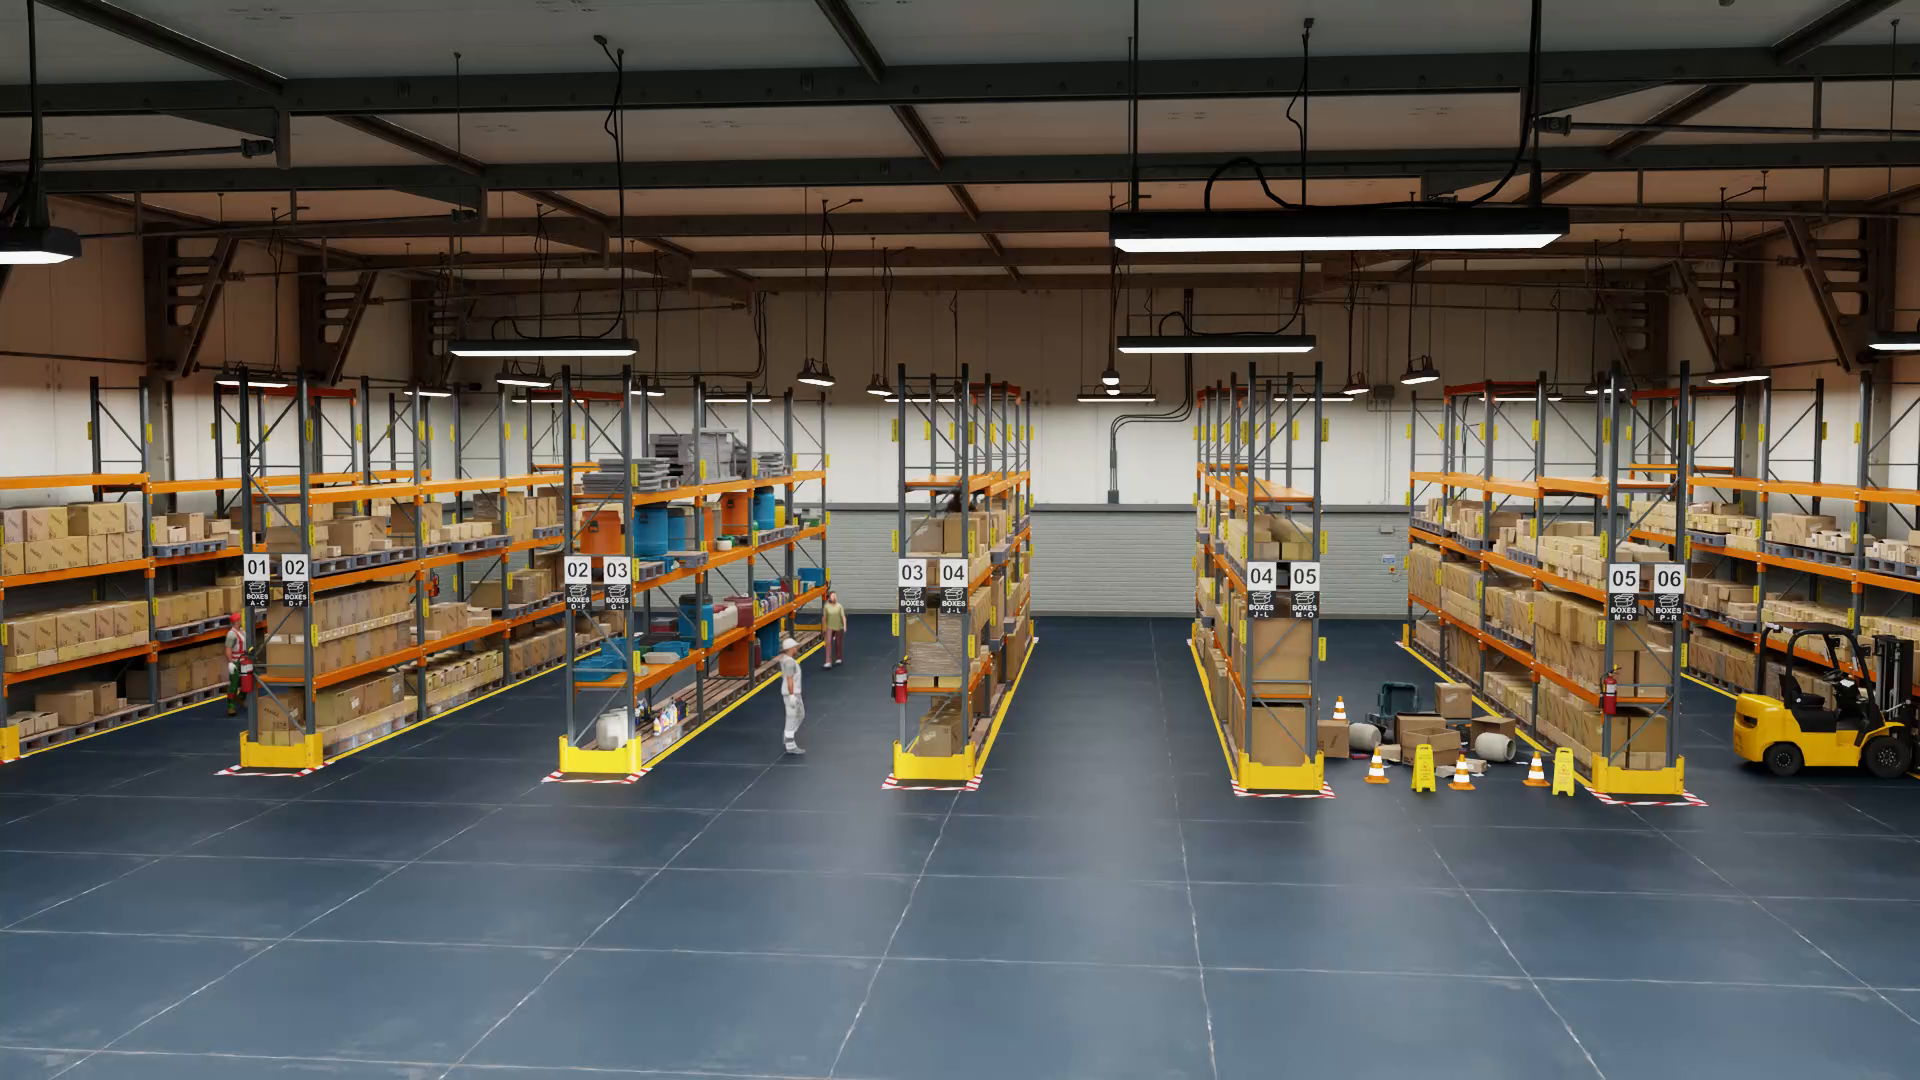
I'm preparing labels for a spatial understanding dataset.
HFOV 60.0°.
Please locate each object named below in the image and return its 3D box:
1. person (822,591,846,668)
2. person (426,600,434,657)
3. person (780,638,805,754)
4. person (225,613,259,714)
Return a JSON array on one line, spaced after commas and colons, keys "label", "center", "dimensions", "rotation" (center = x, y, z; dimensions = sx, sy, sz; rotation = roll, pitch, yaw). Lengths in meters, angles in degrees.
[{"label": "person", "center": [-2.685, 1.906, 35.515], "dimensions": [0.557, 1.600, 1.039], "rotation": [0, 4, 5]}, {"label": "person", "center": [-10.853, 2.019, 34.035], "dimensions": [0.344, 1.607, 0.441], "rotation": [0, 4, -3]}, {"label": "person", "center": [-2.629, 2.445, 26.089], "dimensions": [0.402, 1.812, 0.610], "rotation": [0, 4, -2]}, {"label": "person", "center": [-12.937, 2.185, 29.821], "dimensions": [0.443, 1.788, 0.702], "rotation": [2, 4, 23]}]
